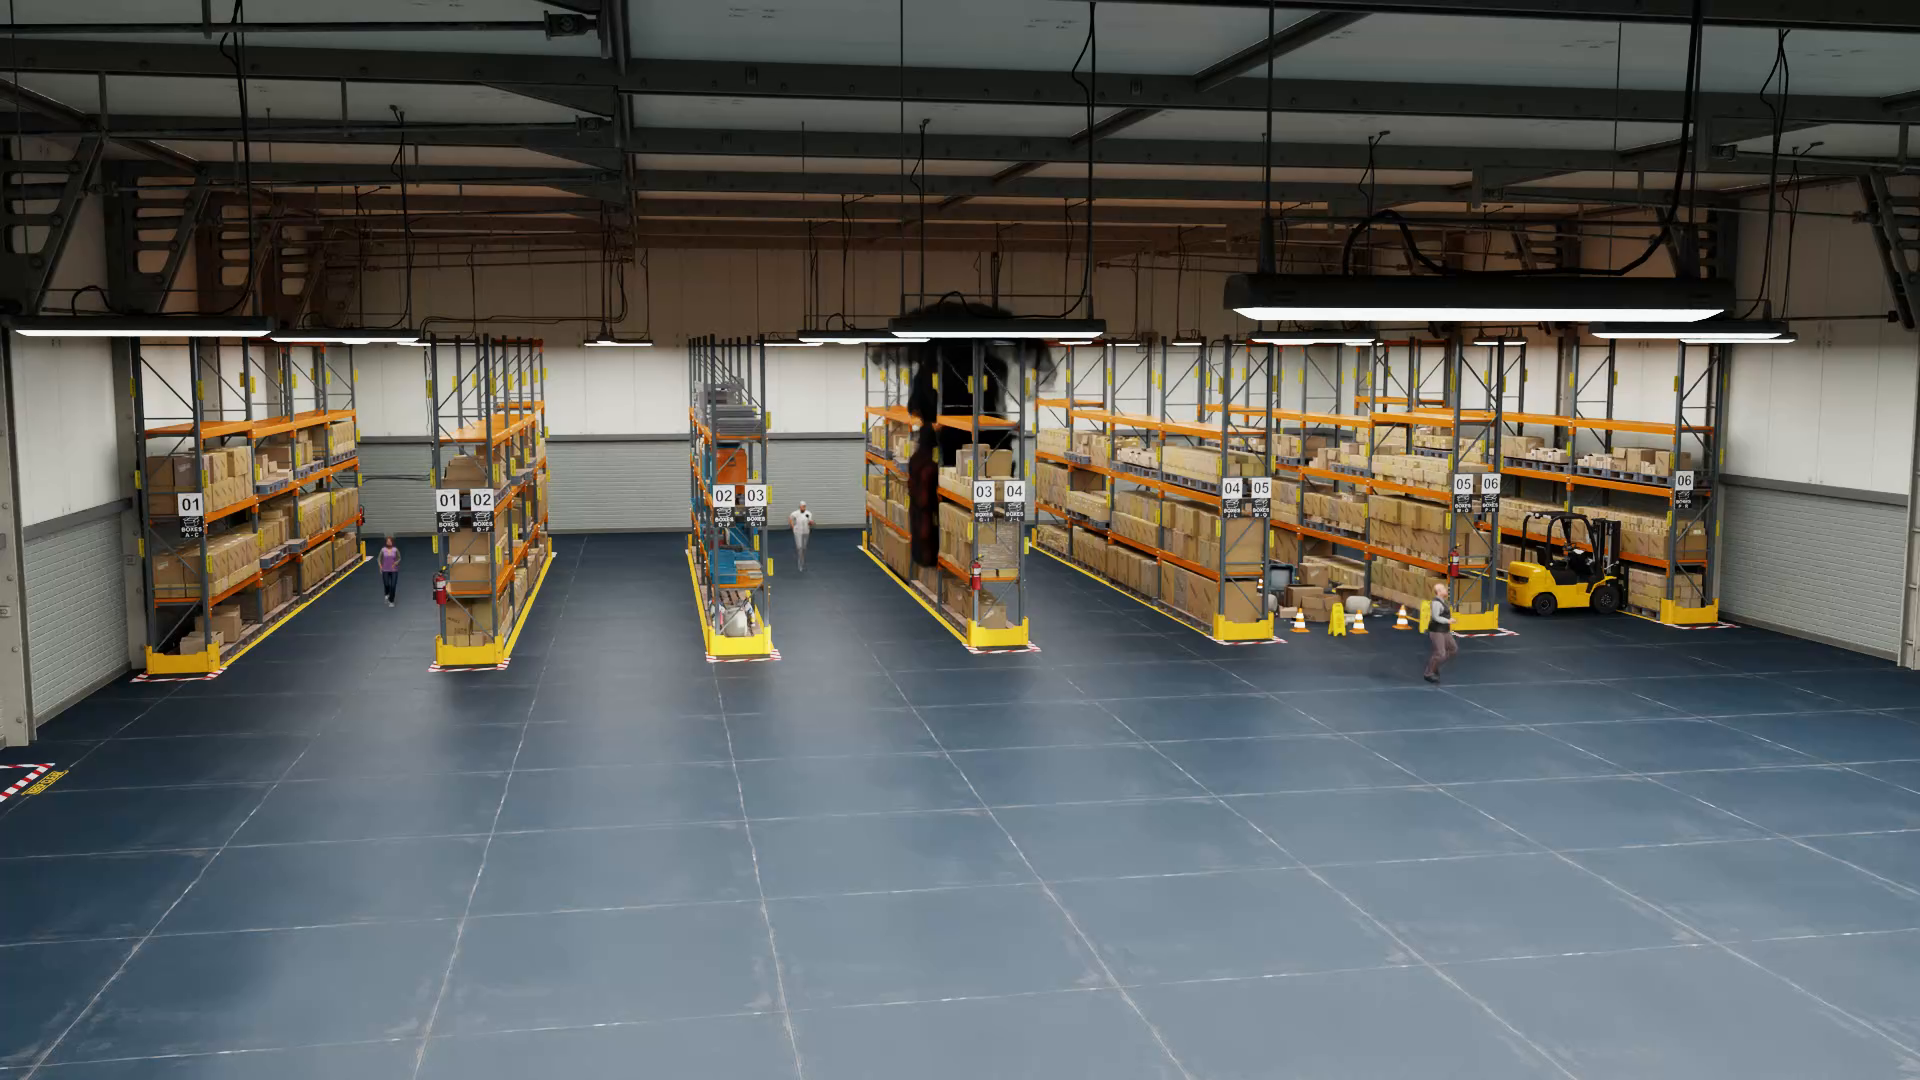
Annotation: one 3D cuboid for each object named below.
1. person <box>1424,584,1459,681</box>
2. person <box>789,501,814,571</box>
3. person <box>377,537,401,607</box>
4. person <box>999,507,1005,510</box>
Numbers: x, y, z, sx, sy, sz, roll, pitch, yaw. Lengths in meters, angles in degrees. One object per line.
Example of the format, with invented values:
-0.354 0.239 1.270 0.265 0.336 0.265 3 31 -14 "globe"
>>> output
8.304 1.594 28.646 0.583 1.692 0.711 4 7 29 "person"
-3.984 -0.122 41.990 0.588 1.723 0.743 -3 7 -21 "person"
-12.699 0.715 37.012 0.503 1.559 0.493 -2 7 -18 "person"
0.897 -0.638 48.180 0.751 1.775 0.680 5 8 37 "person"
